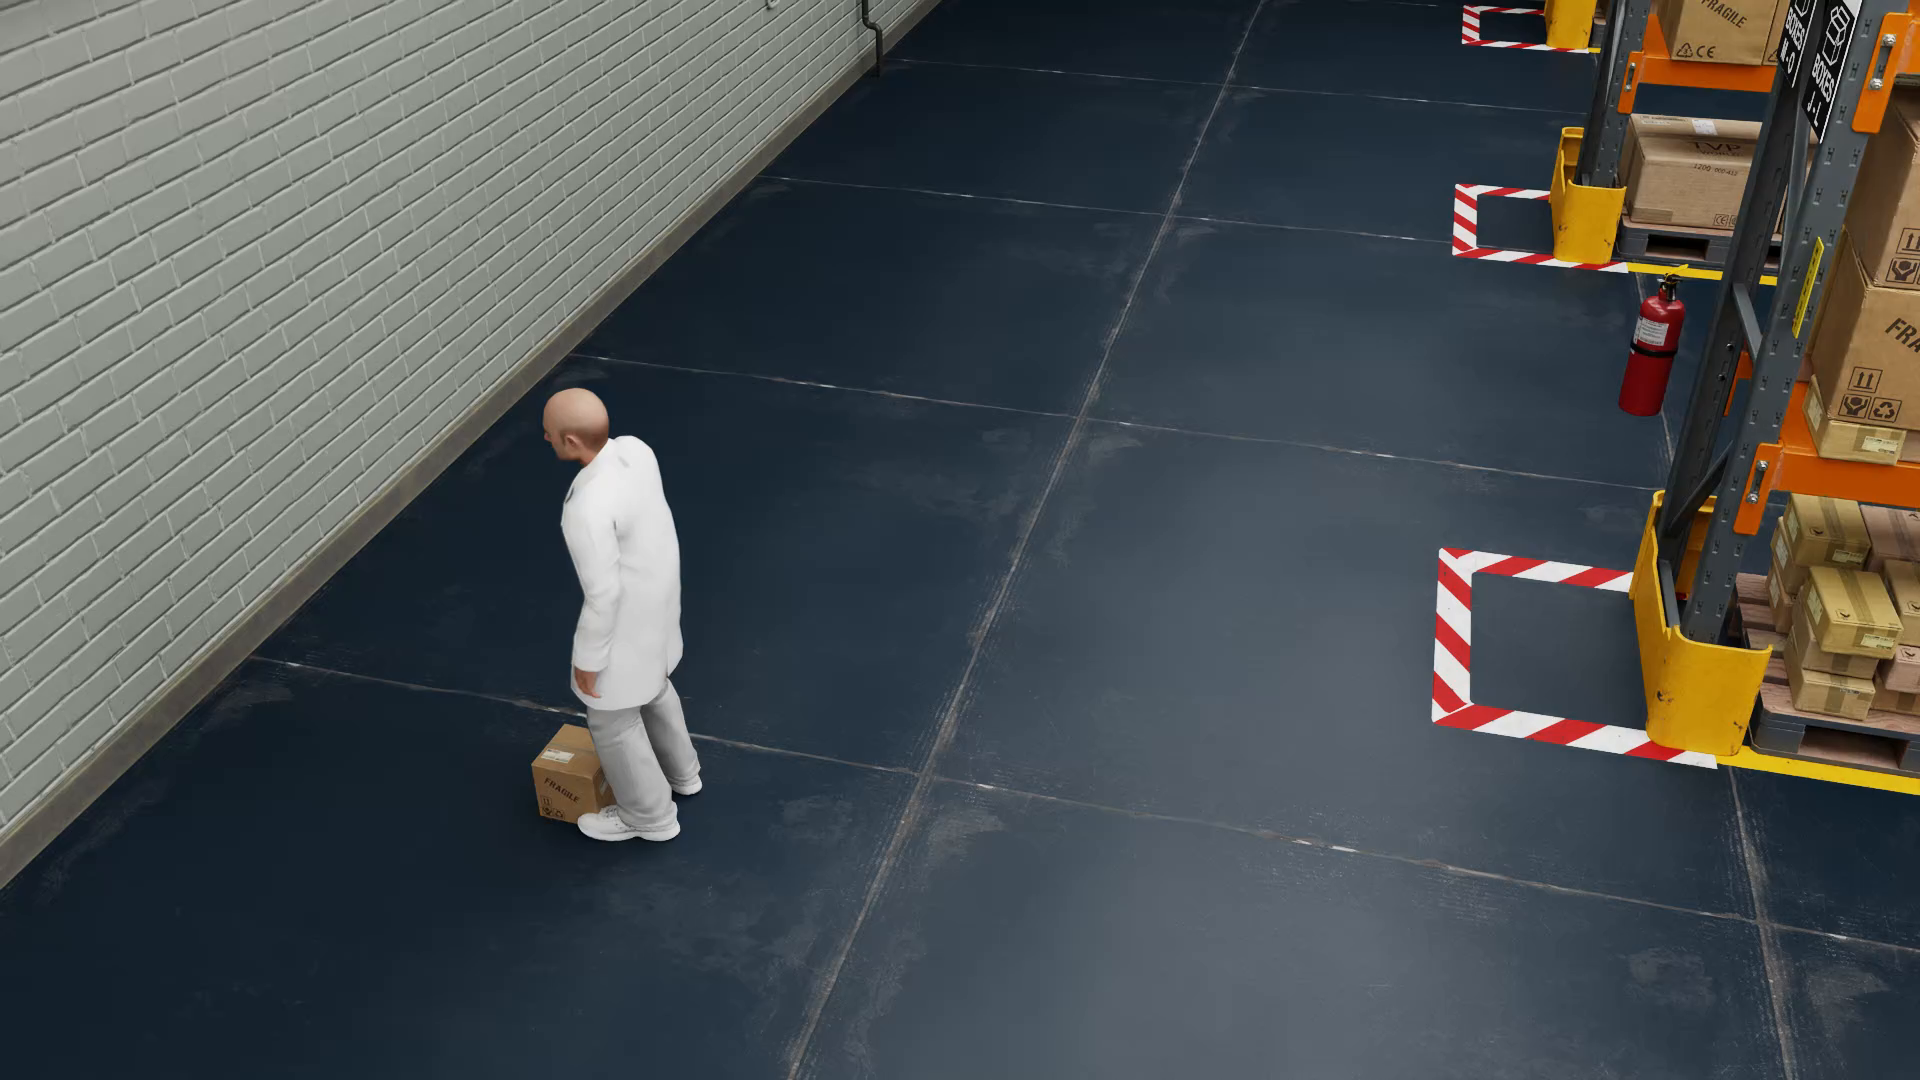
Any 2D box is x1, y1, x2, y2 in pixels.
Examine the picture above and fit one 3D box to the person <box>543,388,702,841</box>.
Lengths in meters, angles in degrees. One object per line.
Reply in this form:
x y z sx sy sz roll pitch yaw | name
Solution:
-1.169 0.322 5.753 0.425 1.658 0.652 6 33 10 | person
